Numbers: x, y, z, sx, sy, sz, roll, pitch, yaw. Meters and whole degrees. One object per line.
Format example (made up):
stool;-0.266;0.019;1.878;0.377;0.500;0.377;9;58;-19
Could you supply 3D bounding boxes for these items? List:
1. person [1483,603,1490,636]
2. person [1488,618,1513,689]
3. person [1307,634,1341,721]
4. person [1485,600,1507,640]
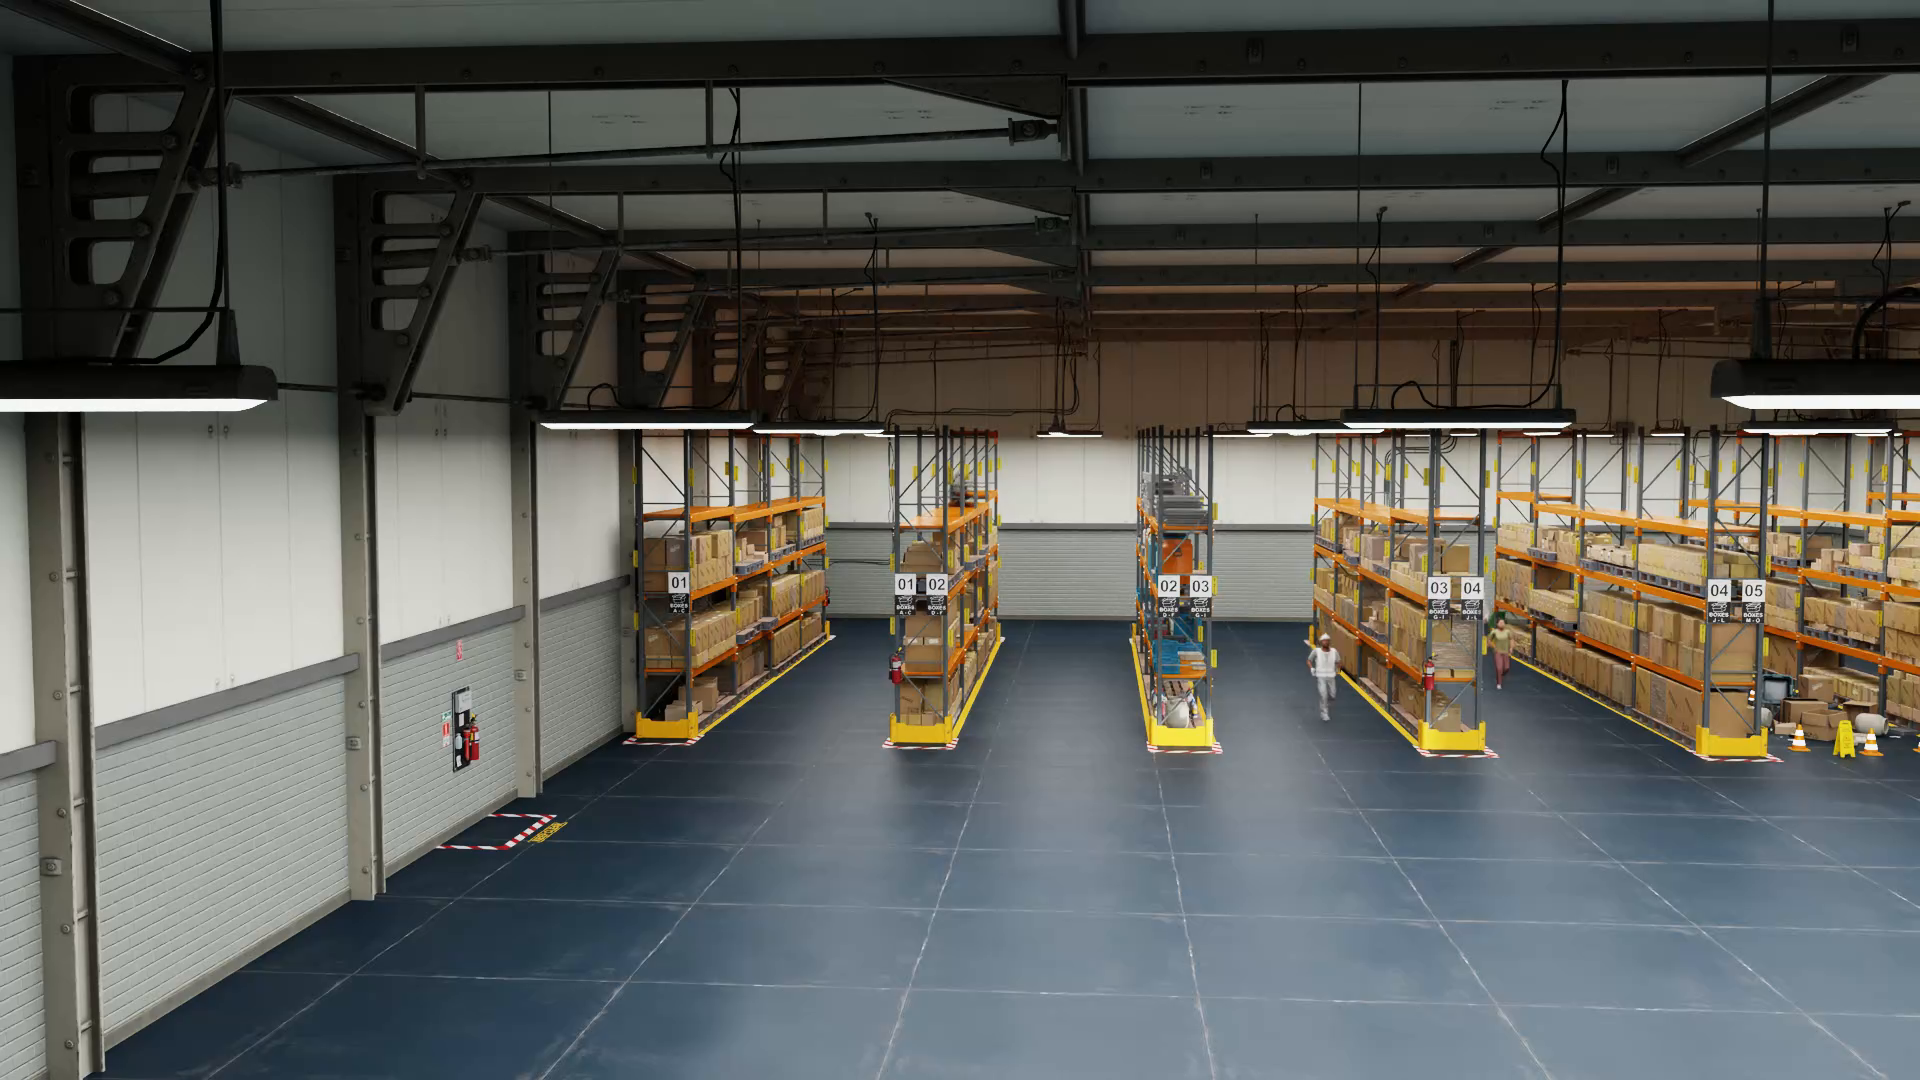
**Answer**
person;13.455;2.254;43.332;0.700;1.748;0.673;0;3;7
person;12.470;2.609;38.341;0.610;1.630;0.569;0;3;2
person;7.471;2.804;34.066;0.694;1.748;0.804;0;3;-1
person;15.322;2.015;47.089;0.938;1.796;0.693;0;3;-4
